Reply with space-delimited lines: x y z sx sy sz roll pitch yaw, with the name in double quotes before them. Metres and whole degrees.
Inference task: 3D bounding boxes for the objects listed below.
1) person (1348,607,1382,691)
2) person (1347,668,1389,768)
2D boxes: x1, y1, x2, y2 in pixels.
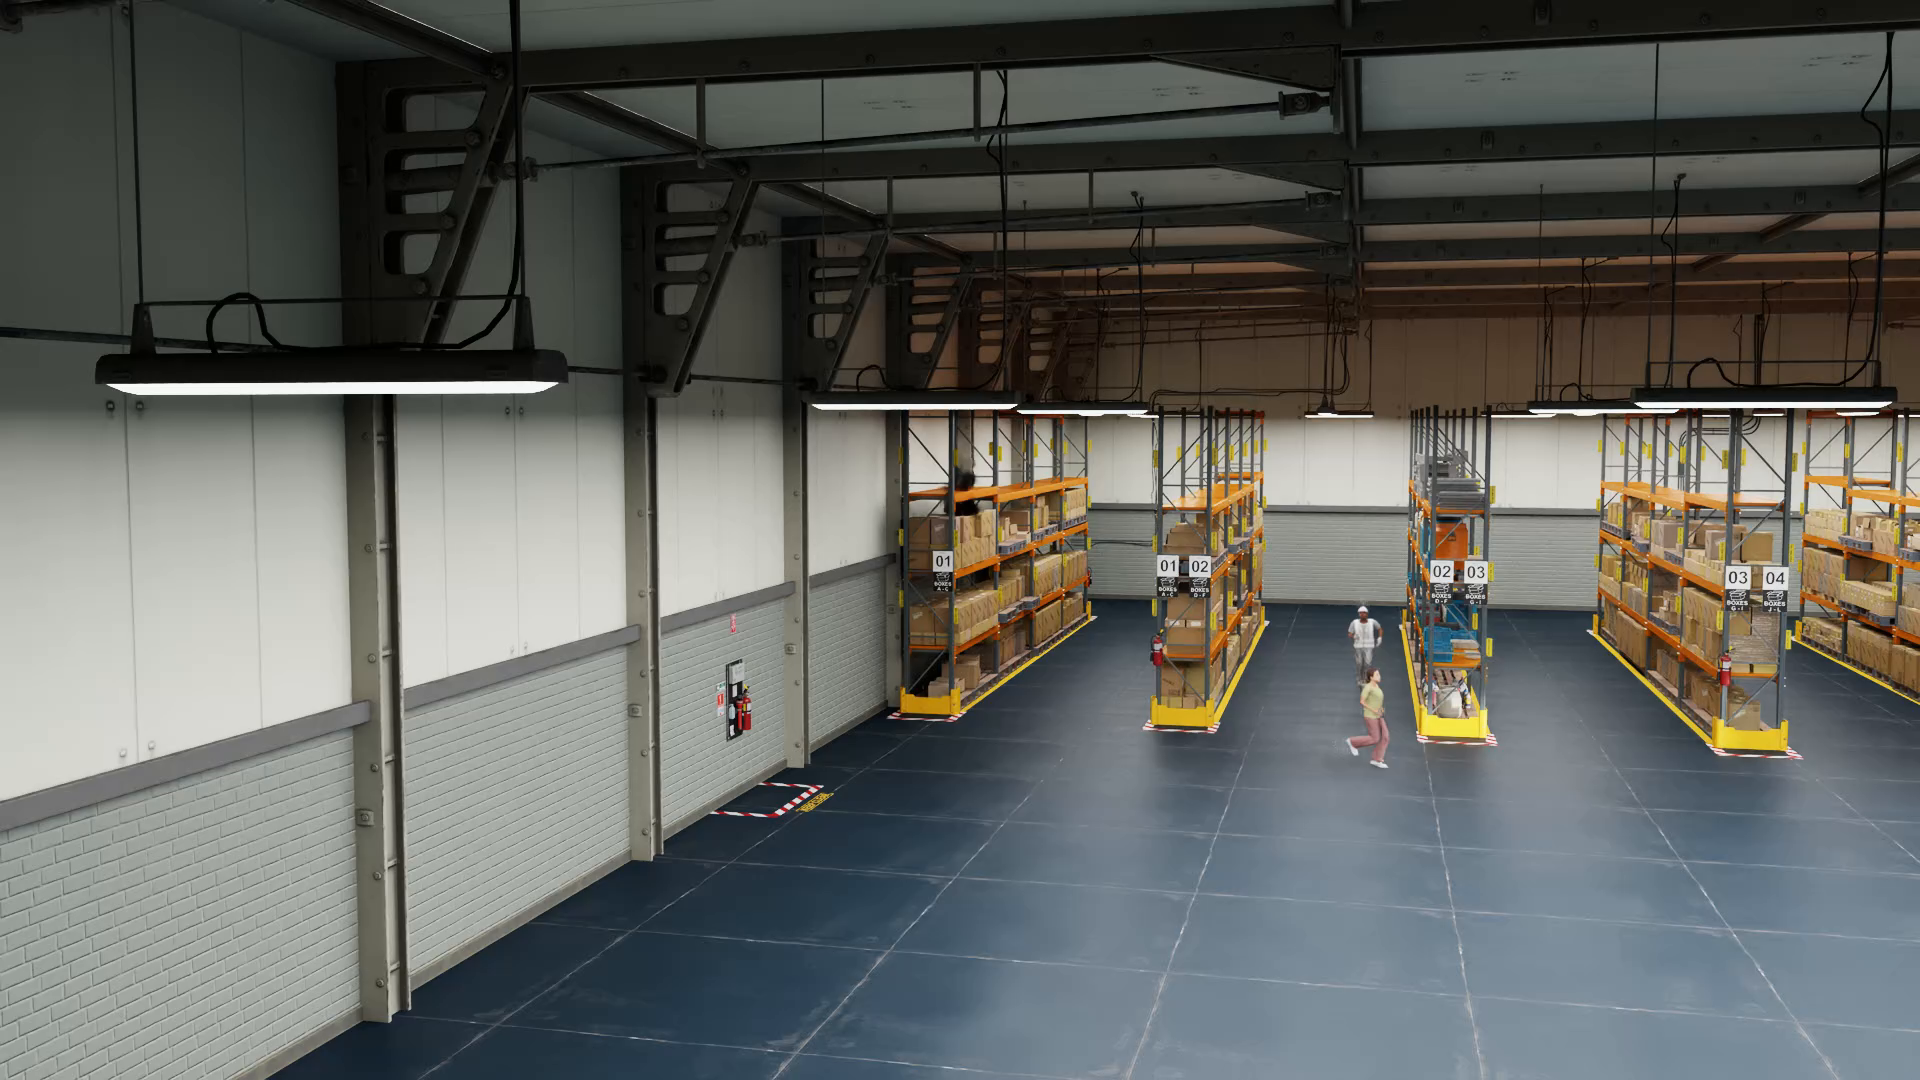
"person" 8.584 2.321 35.305 0.691 1.820 0.775 1 4 19
"person" 6.808 2.942 27.638 0.712 1.653 0.589 3 5 38
